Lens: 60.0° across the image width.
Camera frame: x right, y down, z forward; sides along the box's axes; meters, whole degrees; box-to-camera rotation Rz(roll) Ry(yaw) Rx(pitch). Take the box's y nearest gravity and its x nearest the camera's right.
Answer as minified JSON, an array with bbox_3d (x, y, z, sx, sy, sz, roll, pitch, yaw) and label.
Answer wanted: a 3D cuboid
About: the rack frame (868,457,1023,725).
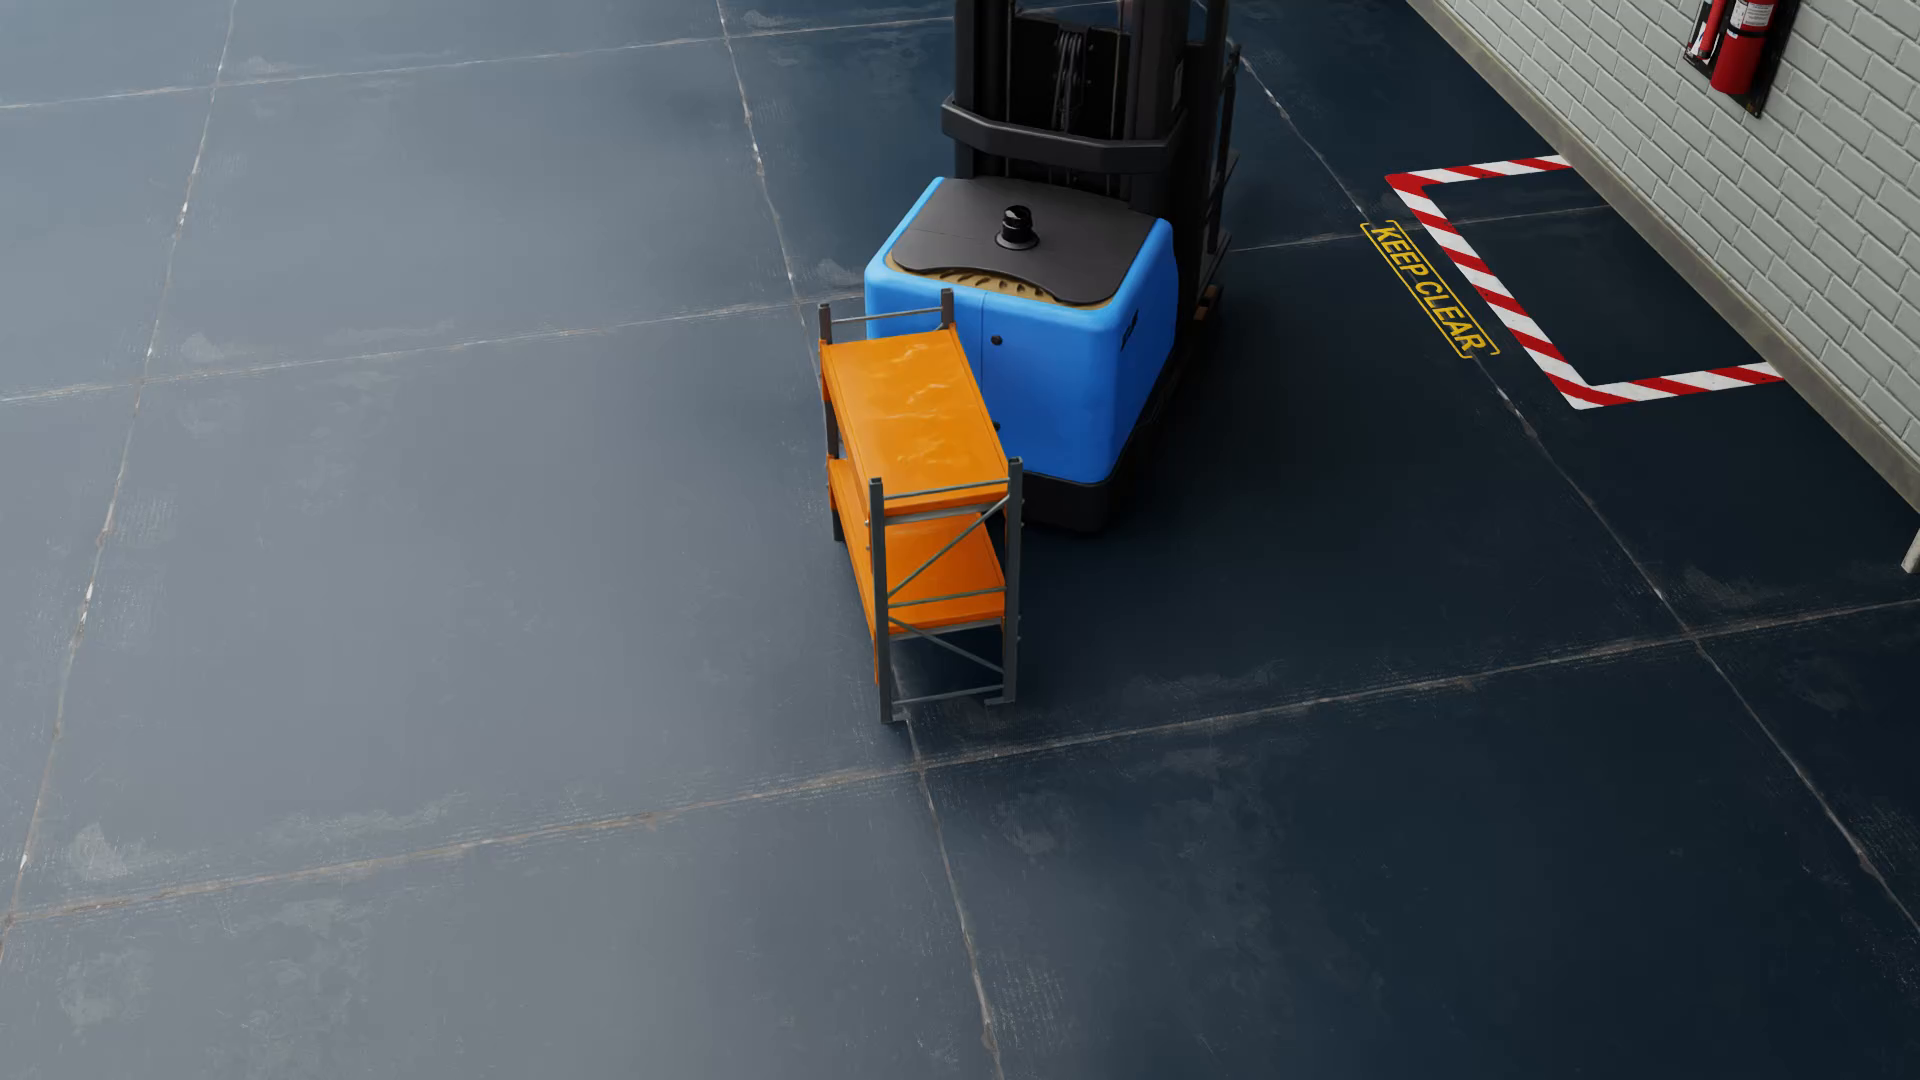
[{"bbox_3d":[-0.044,0.198,5.679,0.500,1.125,0.032,-9,42,-10],"label":"rack frame"}]

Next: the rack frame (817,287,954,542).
[{"bbox_3d":[-0.269,-0.460,6.421,0.500,1.125,0.032,-9,42,-10],"label":"rack frame"}]

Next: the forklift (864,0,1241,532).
[{"bbox_3d":[0.613,-2.117,6.927,1.130,2.935,3.031,14,43,15],"label":"forklift"}]

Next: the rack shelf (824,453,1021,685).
[{"bbox_3d":[-0.157,0.052,6.212,0.538,0.278,1.000,-9,42,-10],"label":"rack shelf"}]

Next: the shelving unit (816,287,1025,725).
[{"bbox_3d":[-0.157,-0.131,6.050,0.538,1.125,1.048,-9,42,-10],"label":"shelving unit"}]

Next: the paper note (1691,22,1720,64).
[{"bbox_3d":[3.481,-2.321,7.769,0.016,0.148,0.142,-8,42,-9],"label":"paper note"}]

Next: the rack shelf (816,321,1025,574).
[{"bbox_3d":[-0.157,-0.350,5.856,0.538,0.278,1.000,-9,42,-10],"label":"rack shelf"}]

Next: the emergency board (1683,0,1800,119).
[{"bbox_3d":[3.451,-2.526,7.336,0.194,1.169,0.643,-8,42,-9],"label":"emergency board"}]
